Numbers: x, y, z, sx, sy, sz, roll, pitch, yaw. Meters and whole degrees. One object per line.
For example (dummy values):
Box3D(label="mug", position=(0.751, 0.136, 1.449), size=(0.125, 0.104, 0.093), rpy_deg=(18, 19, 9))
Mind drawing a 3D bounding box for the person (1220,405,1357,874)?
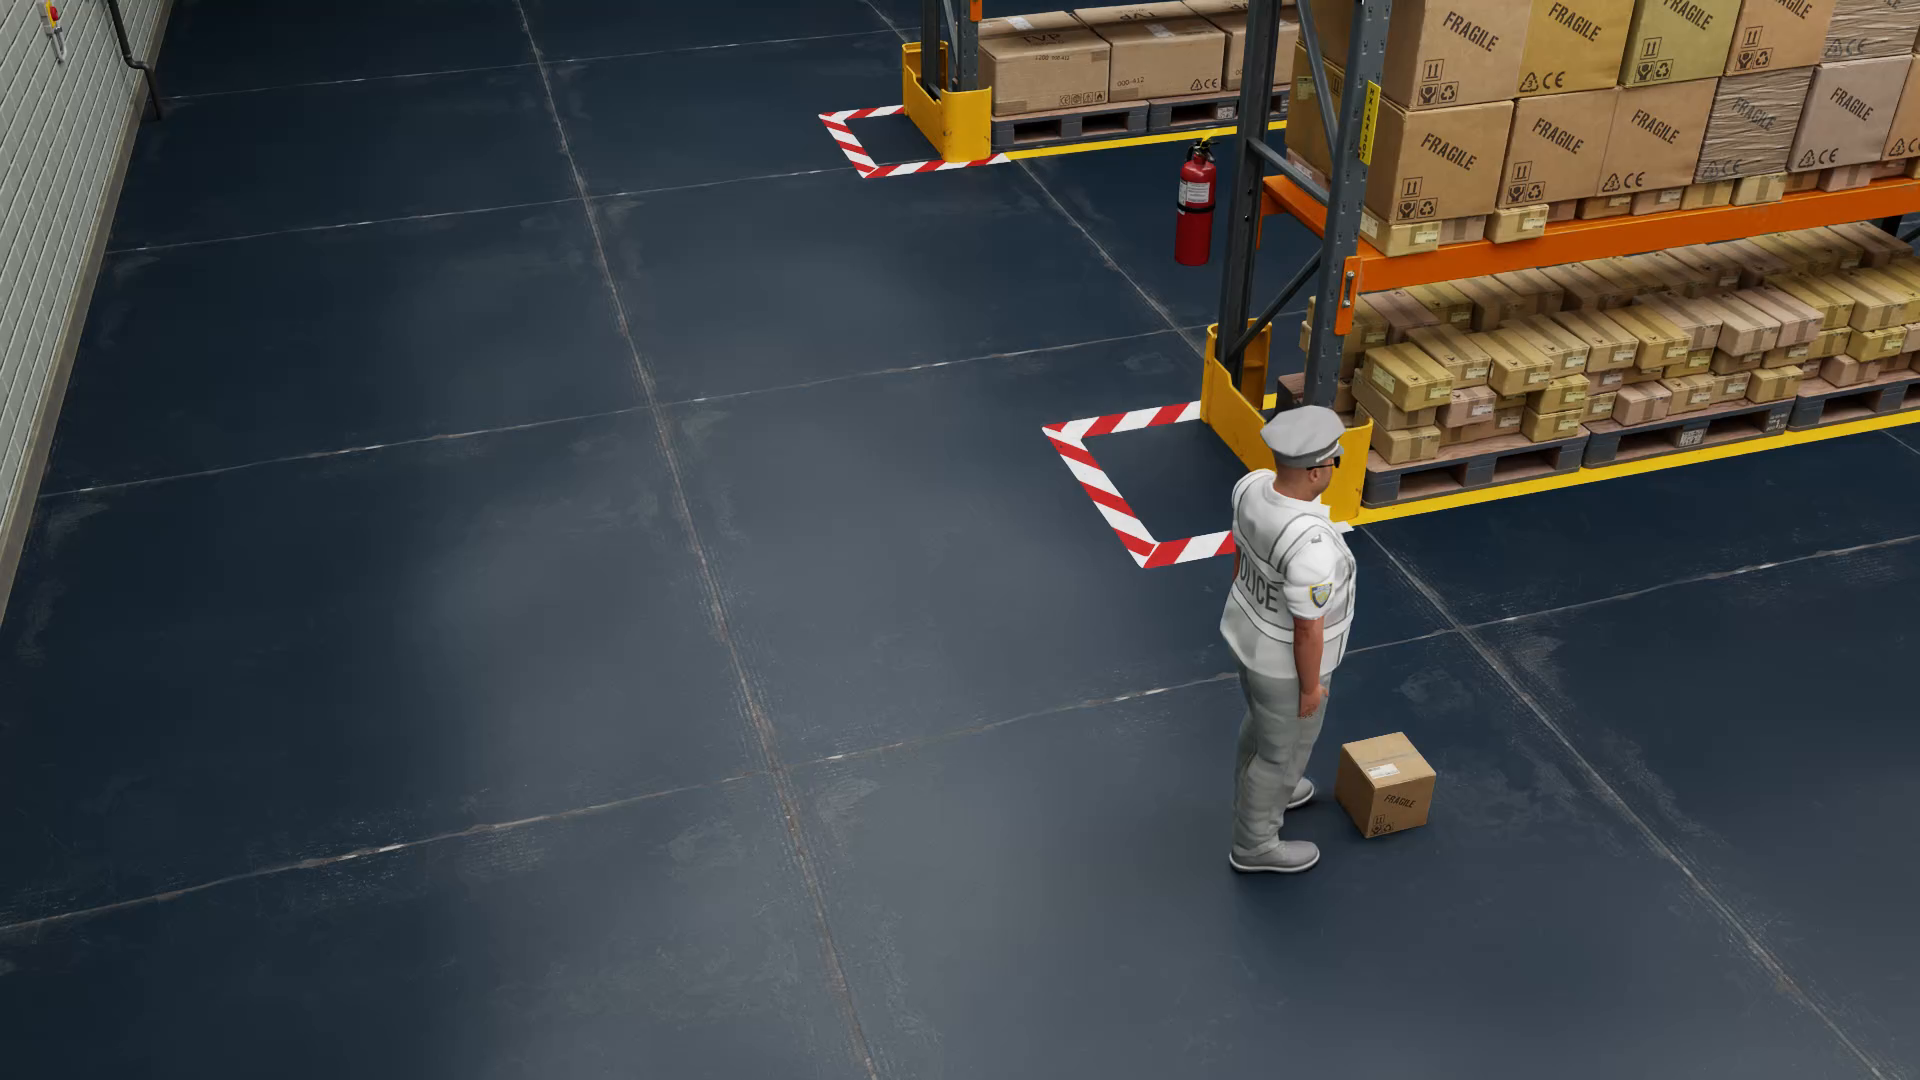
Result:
Box3D(label="person", position=(1.135, 0.344, 5.612), size=(0.482, 1.756, 0.540), rpy_deg=(-9, 35, -14))
